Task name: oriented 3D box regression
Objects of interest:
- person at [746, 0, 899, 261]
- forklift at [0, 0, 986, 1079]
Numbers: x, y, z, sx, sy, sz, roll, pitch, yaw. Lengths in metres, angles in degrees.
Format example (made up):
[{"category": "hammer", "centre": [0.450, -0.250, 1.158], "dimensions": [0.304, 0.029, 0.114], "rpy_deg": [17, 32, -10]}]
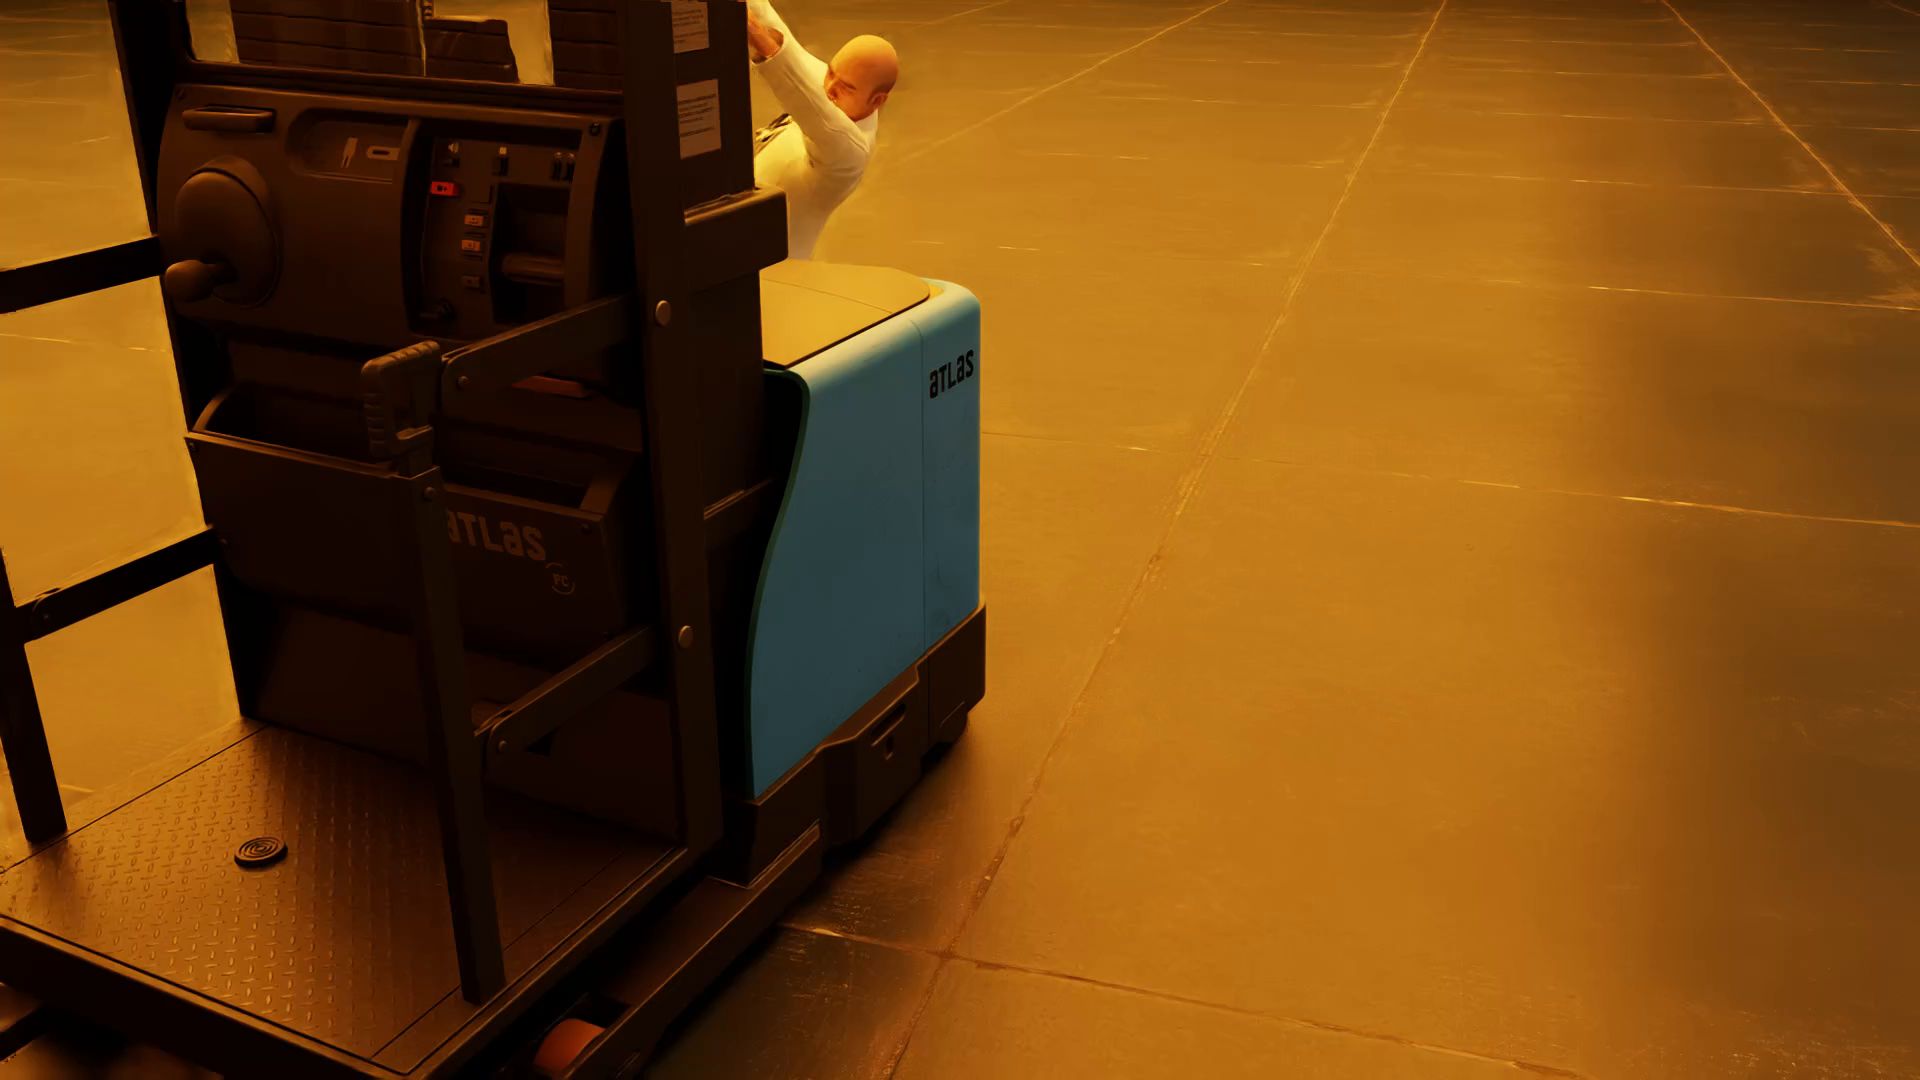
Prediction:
[{"category": "person", "centre": [-0.588, -0.839, 4.875], "dimensions": [0.807, 1.730, 1.102], "rpy_deg": [2, 23, 6]}, {"category": "forklift", "centre": [-1.045, -0.511, 2.517], "dimensions": [1.130, 2.935, 3.031], "rpy_deg": [11, 25, 24]}]
